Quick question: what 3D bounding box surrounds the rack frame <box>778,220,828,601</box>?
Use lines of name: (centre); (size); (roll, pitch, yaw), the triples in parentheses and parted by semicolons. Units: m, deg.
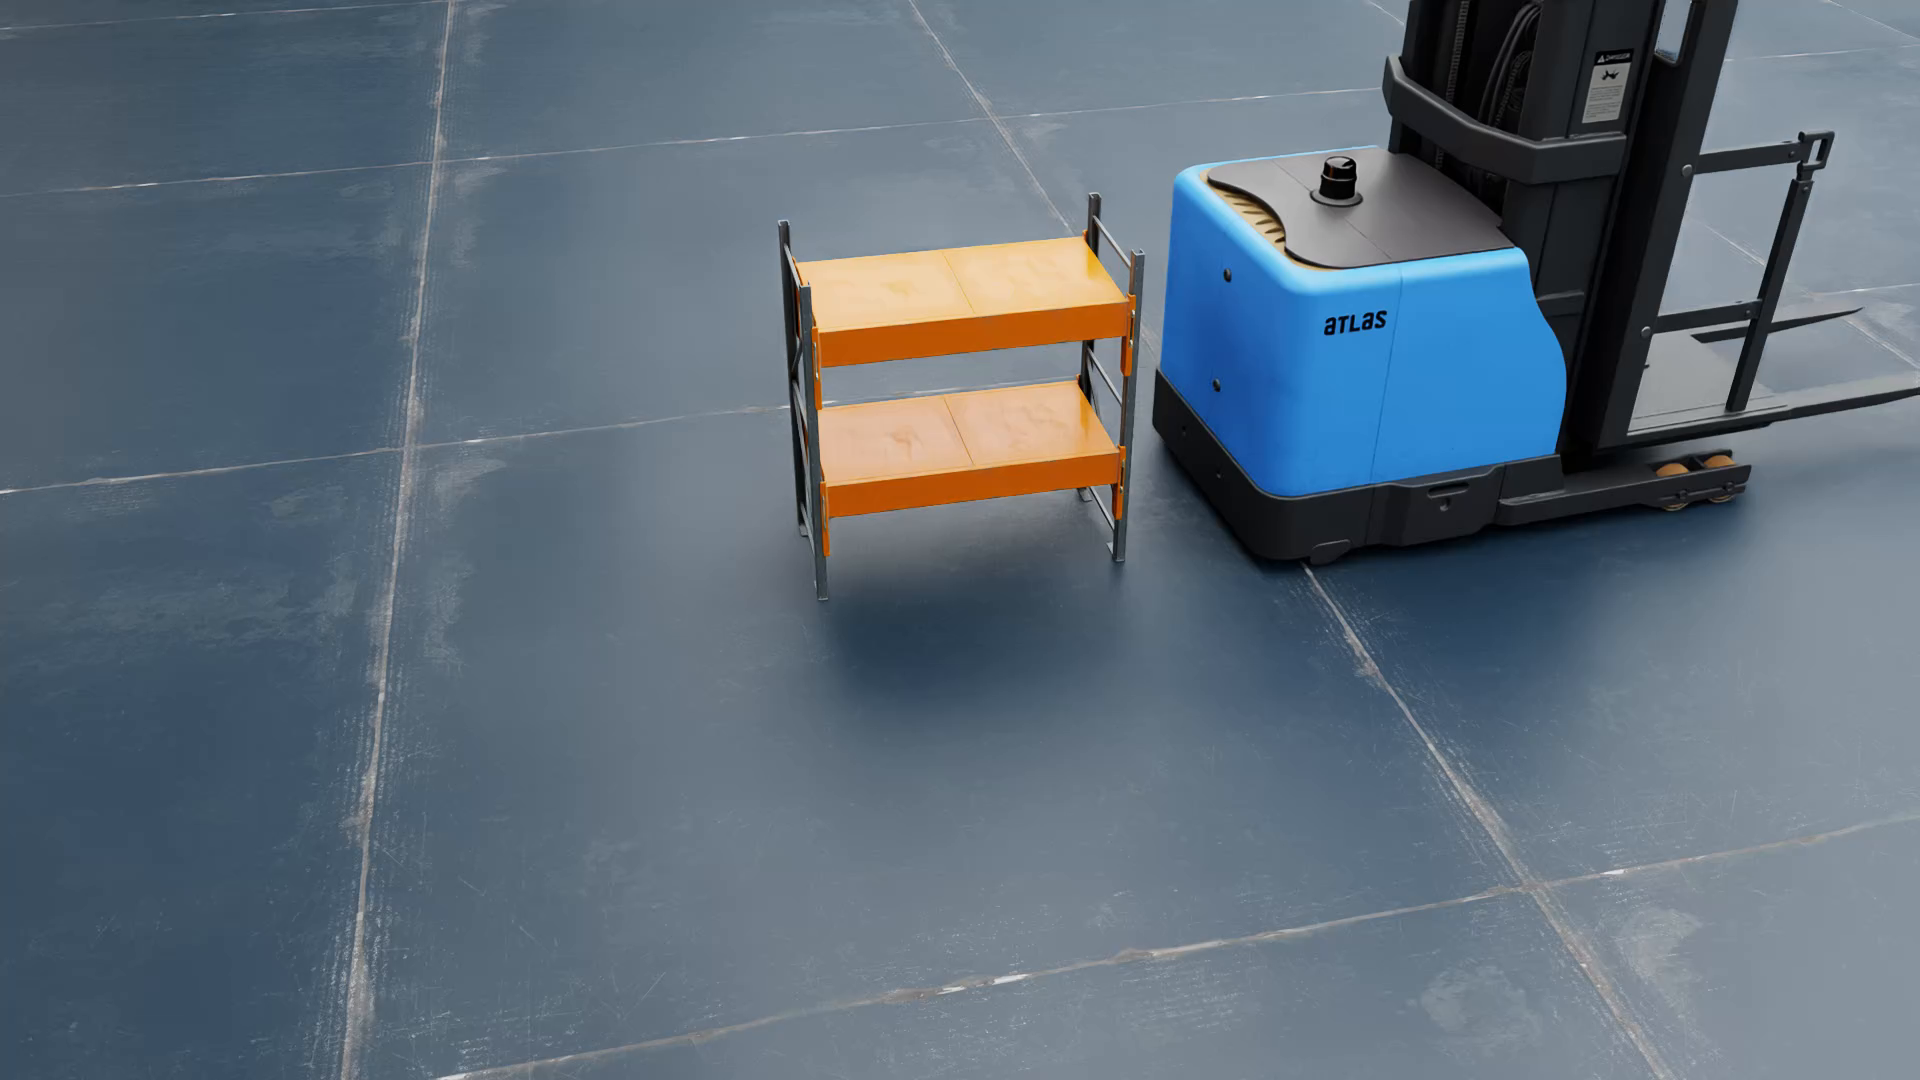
rack frame: (-0.502, -0.404, 5.342); (0.032, 1.125, 0.500); (-7, 35, -11)

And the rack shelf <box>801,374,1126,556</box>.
rack shelf: (-0.007, -0.263, 5.572); (1.000, 0.278, 0.538); (-7, 35, -11)

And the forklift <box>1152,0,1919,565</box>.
forklift: (2.300, -1.594, 5.494); (3.031, 2.935, 1.130); (-9, 35, -14)

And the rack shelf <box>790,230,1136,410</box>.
rack shelf: (-0.007, -0.709, 5.272); (1.000, 0.278, 0.538); (-7, 35, -11)

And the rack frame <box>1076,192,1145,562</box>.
rack frame: (0.489, -0.529, 5.528); (0.032, 1.125, 0.500); (-7, 35, -11)

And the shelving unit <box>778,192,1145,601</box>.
shelving unit: (-0.007, -0.466, 5.435); (1.048, 1.125, 0.538); (-7, 35, -11)
